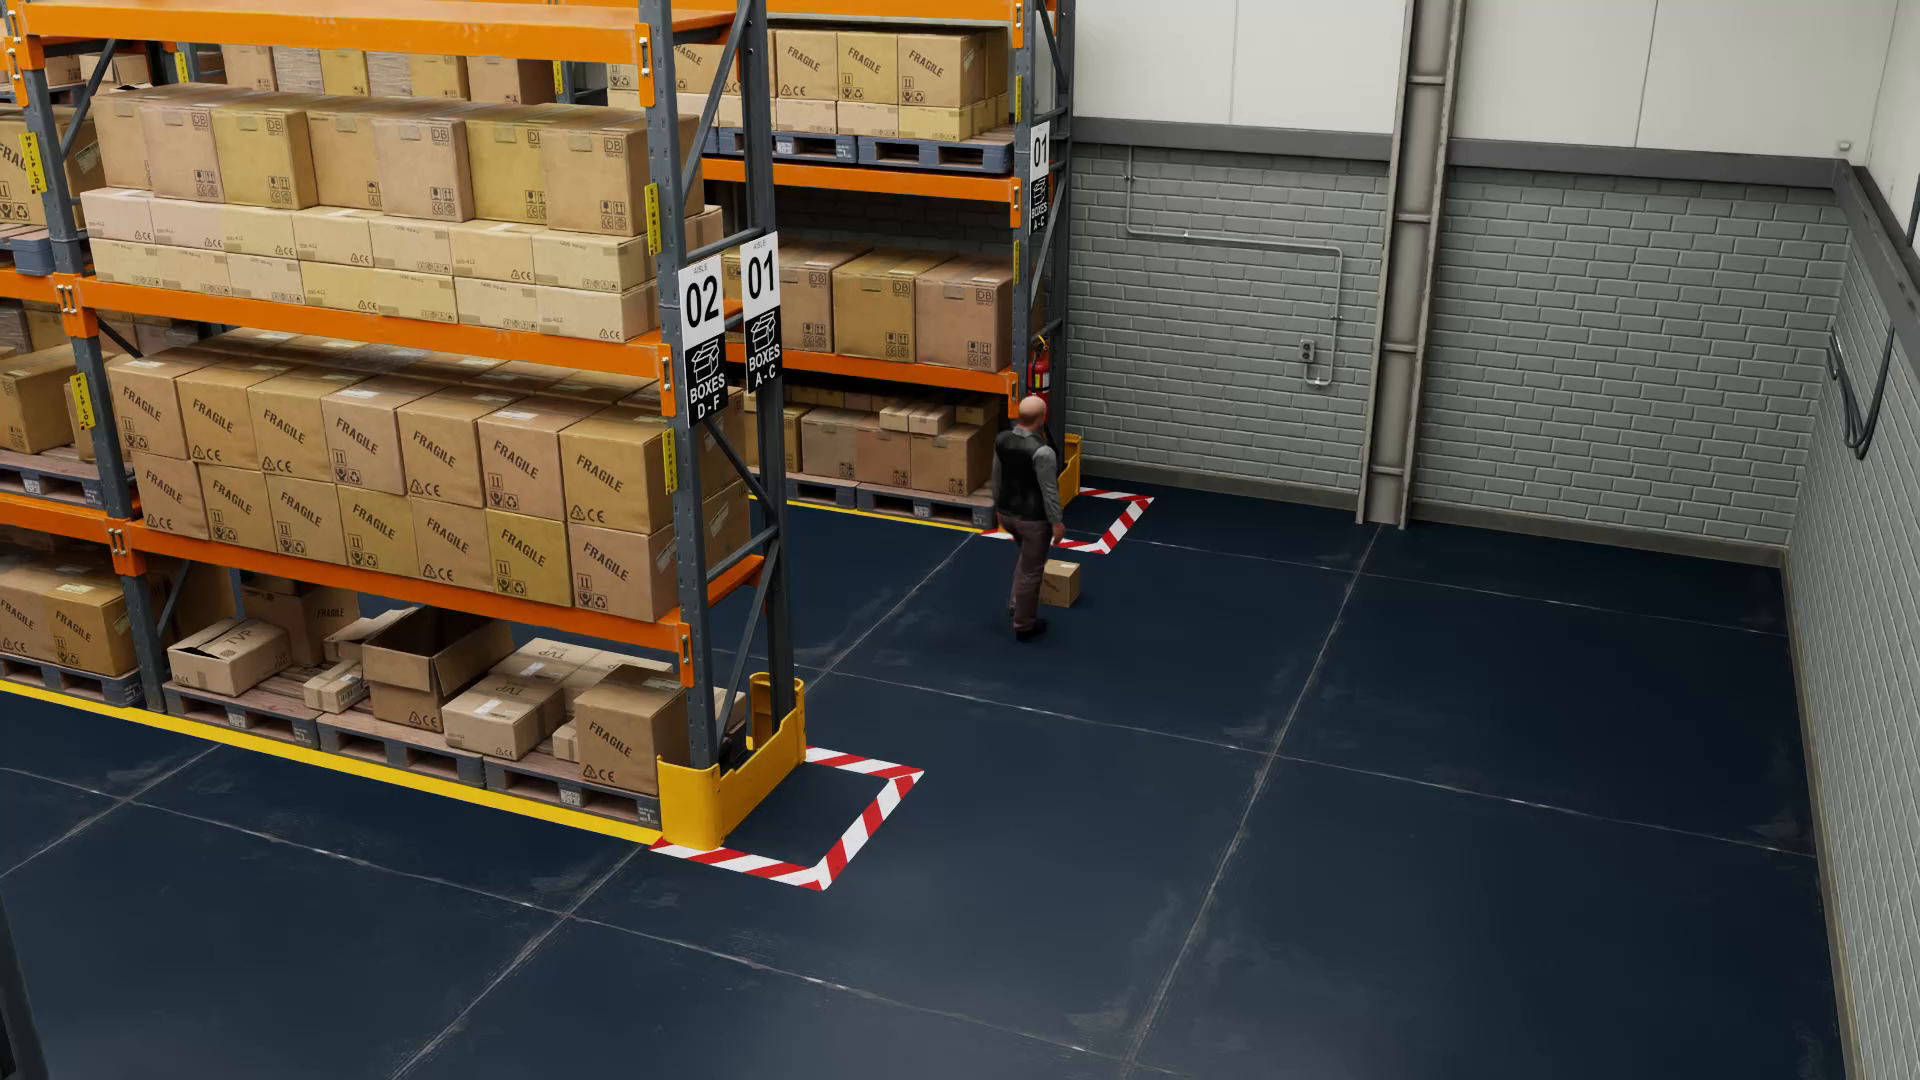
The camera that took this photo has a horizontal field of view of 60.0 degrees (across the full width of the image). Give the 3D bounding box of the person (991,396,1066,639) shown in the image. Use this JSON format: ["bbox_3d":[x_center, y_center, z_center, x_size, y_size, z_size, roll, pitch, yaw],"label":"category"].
[{"bbox_3d":[0.500,-0.137,11.343,0.439,1.771,0.564,-19,29,-38],"label":"person"}]
